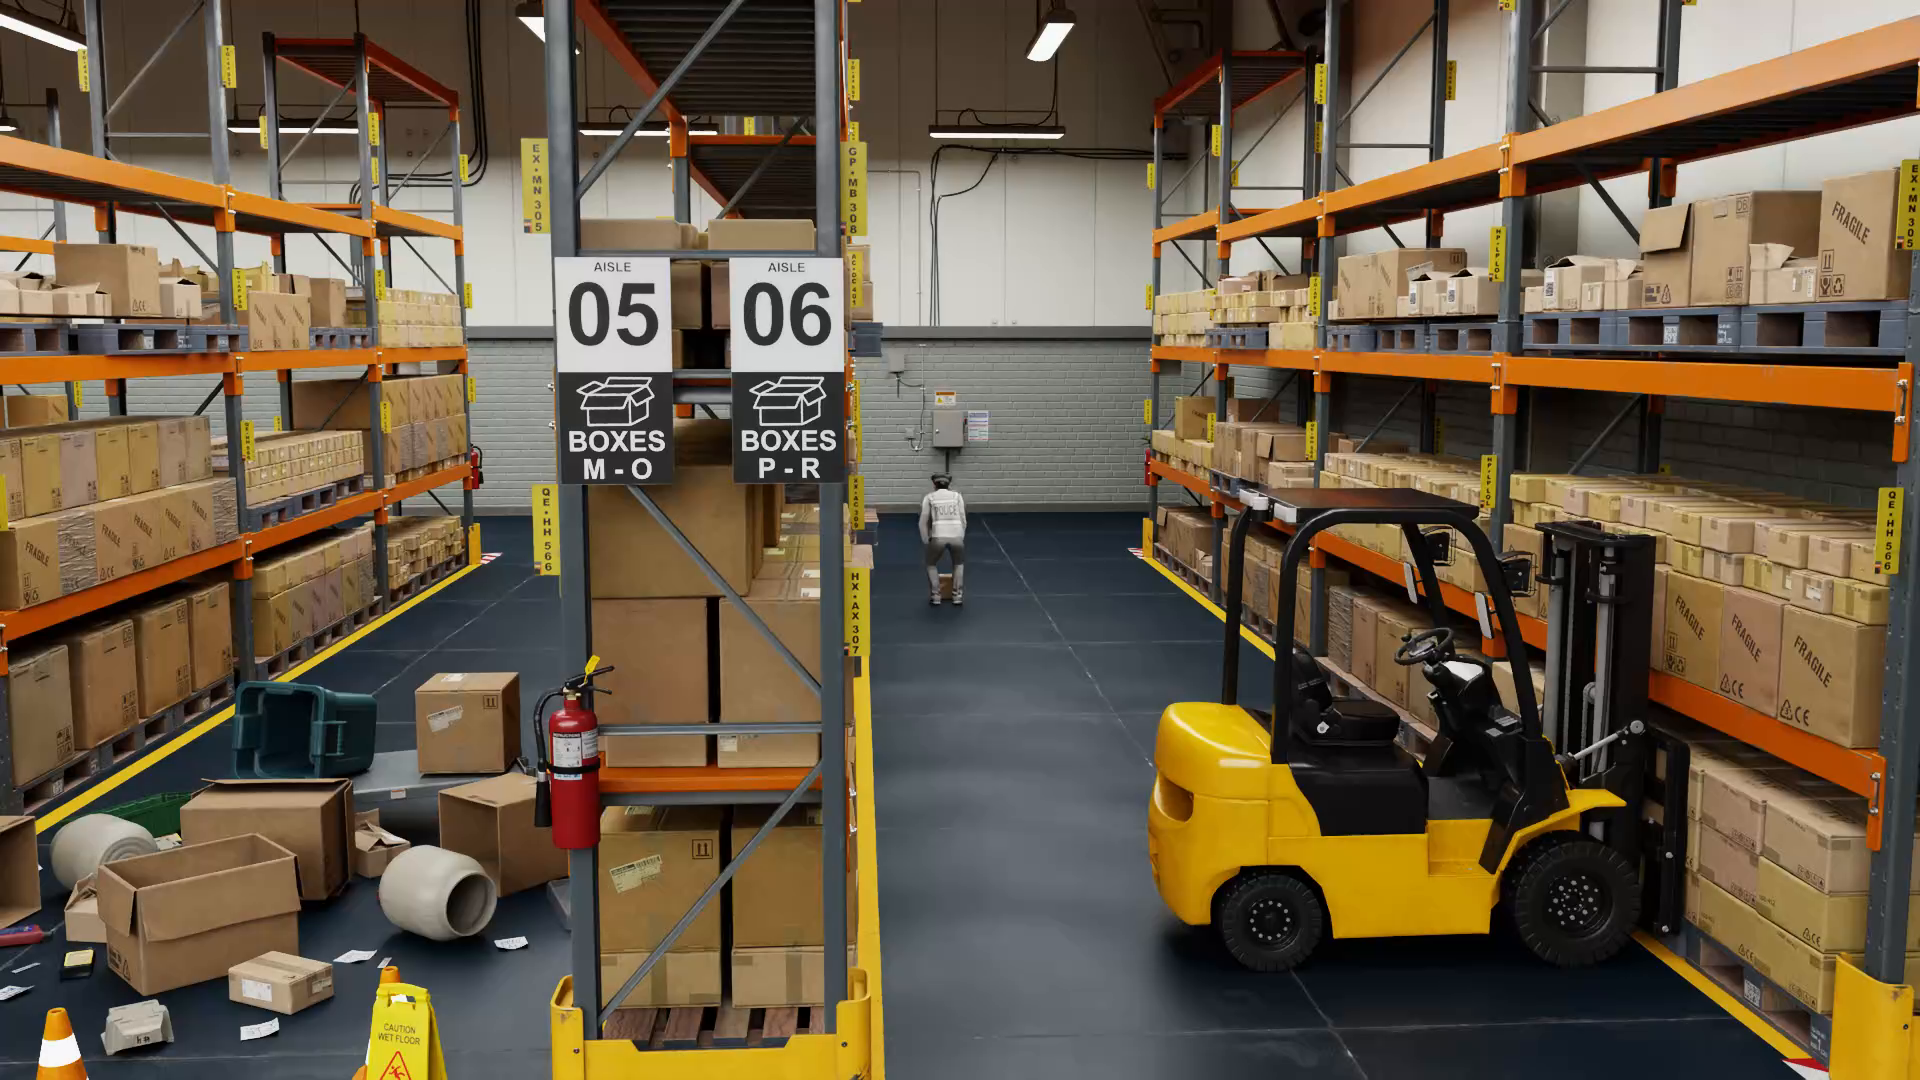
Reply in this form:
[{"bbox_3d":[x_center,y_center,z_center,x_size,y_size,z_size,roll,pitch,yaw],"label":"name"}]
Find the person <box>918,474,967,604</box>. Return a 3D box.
[{"bbox_3d":[-0.190,-0.006,18.325,0.534,1.425,0.656,0,7,-3],"label":"person"}]
